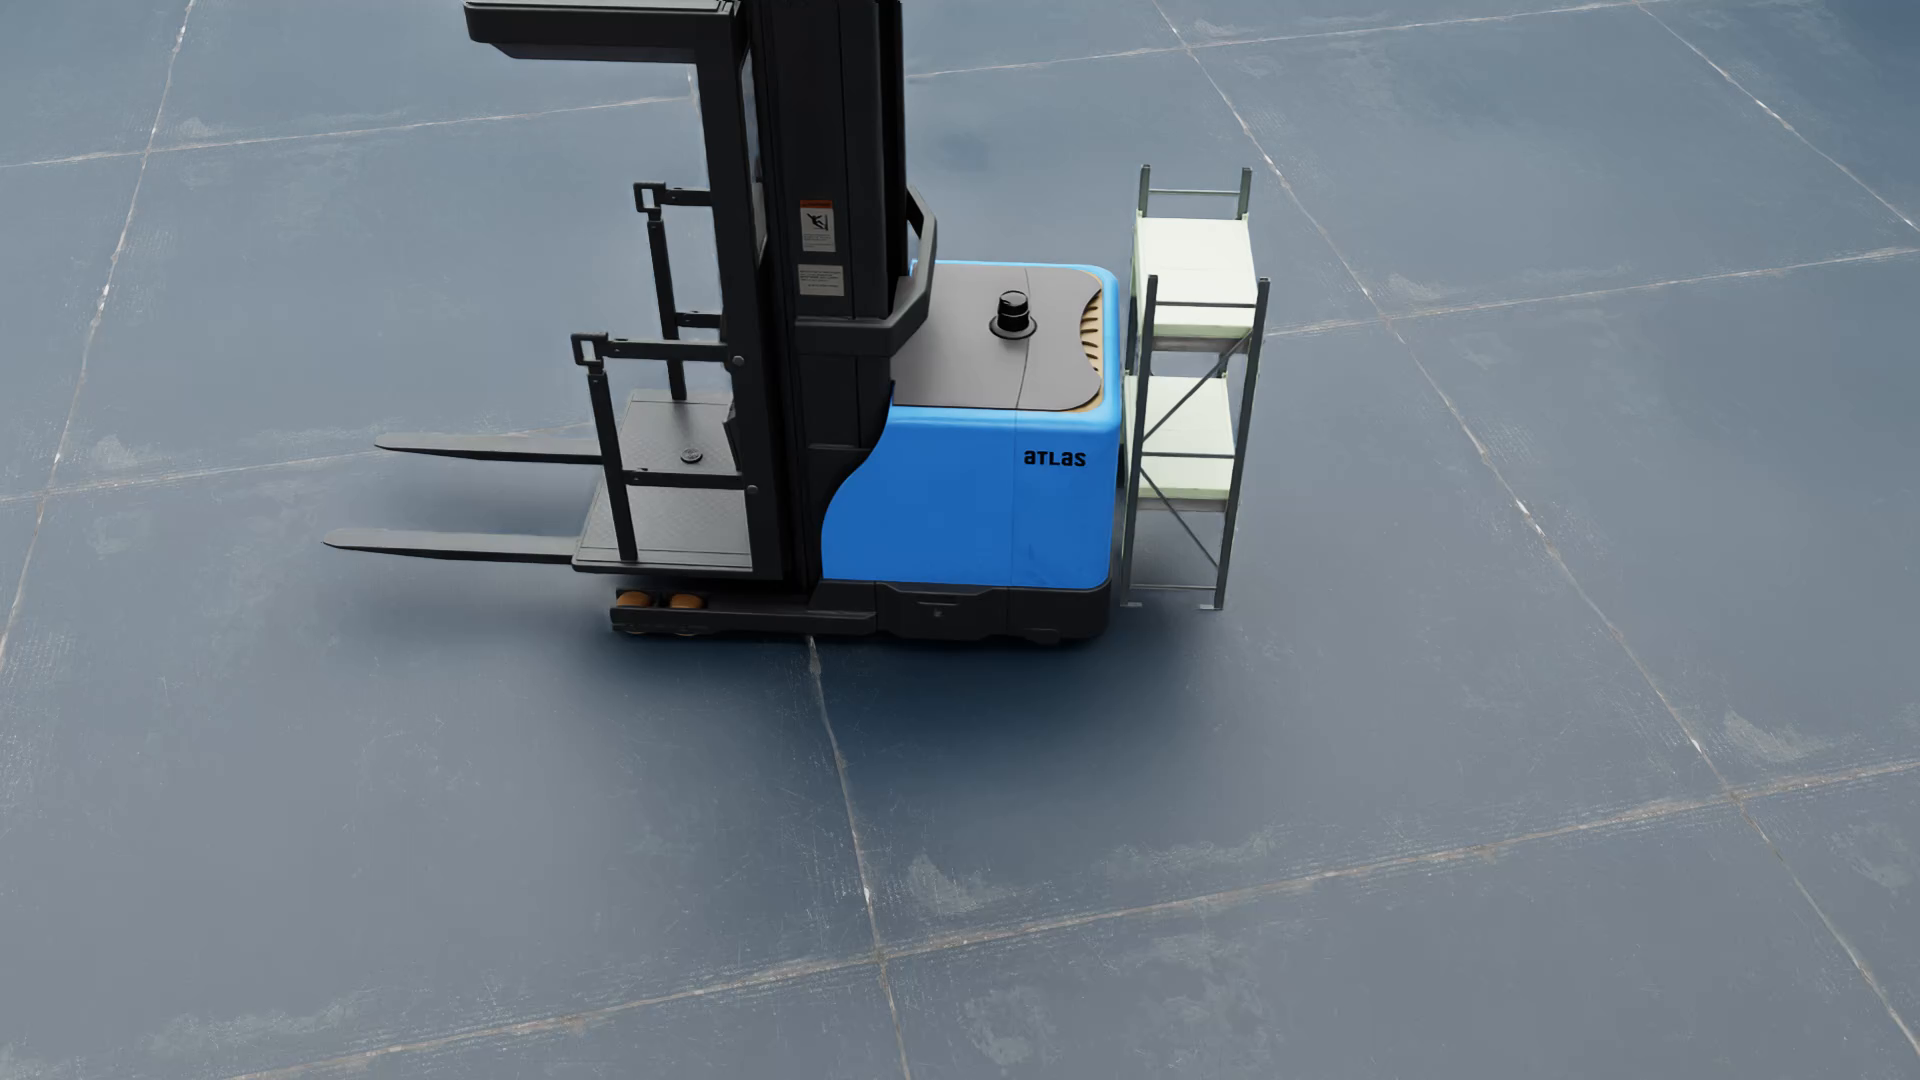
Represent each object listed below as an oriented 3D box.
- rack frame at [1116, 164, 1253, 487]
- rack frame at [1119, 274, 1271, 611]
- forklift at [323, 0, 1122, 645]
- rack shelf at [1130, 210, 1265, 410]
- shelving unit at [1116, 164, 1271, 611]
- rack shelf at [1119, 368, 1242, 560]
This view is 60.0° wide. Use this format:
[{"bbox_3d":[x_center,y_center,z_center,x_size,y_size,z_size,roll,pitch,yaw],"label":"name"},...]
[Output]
[{"bbox_3d":[0.855,-0.785,6.505,0.400,1.500,0.023,2,42,2],"label":"rack frame"},{"bbox_3d":[0.818,-0.300,5.958,0.400,1.500,0.023,2,42,2],"label":"rack frame"},{"bbox_3d":[-0.924,-1.078,5.757,3.031,2.935,1.130,2,42,3],"label":"forklift"},{"bbox_3d":[0.837,-0.835,5.973,0.431,0.370,0.720,2,42,2],"label":"rack shelf"},{"bbox_3d":[0.837,-0.543,6.232,0.431,1.500,0.755,2,42,2],"label":"shelving unit"},{"bbox_3d":[0.837,-0.299,6.448,0.431,0.370,0.720,2,42,2],"label":"rack shelf"}]
